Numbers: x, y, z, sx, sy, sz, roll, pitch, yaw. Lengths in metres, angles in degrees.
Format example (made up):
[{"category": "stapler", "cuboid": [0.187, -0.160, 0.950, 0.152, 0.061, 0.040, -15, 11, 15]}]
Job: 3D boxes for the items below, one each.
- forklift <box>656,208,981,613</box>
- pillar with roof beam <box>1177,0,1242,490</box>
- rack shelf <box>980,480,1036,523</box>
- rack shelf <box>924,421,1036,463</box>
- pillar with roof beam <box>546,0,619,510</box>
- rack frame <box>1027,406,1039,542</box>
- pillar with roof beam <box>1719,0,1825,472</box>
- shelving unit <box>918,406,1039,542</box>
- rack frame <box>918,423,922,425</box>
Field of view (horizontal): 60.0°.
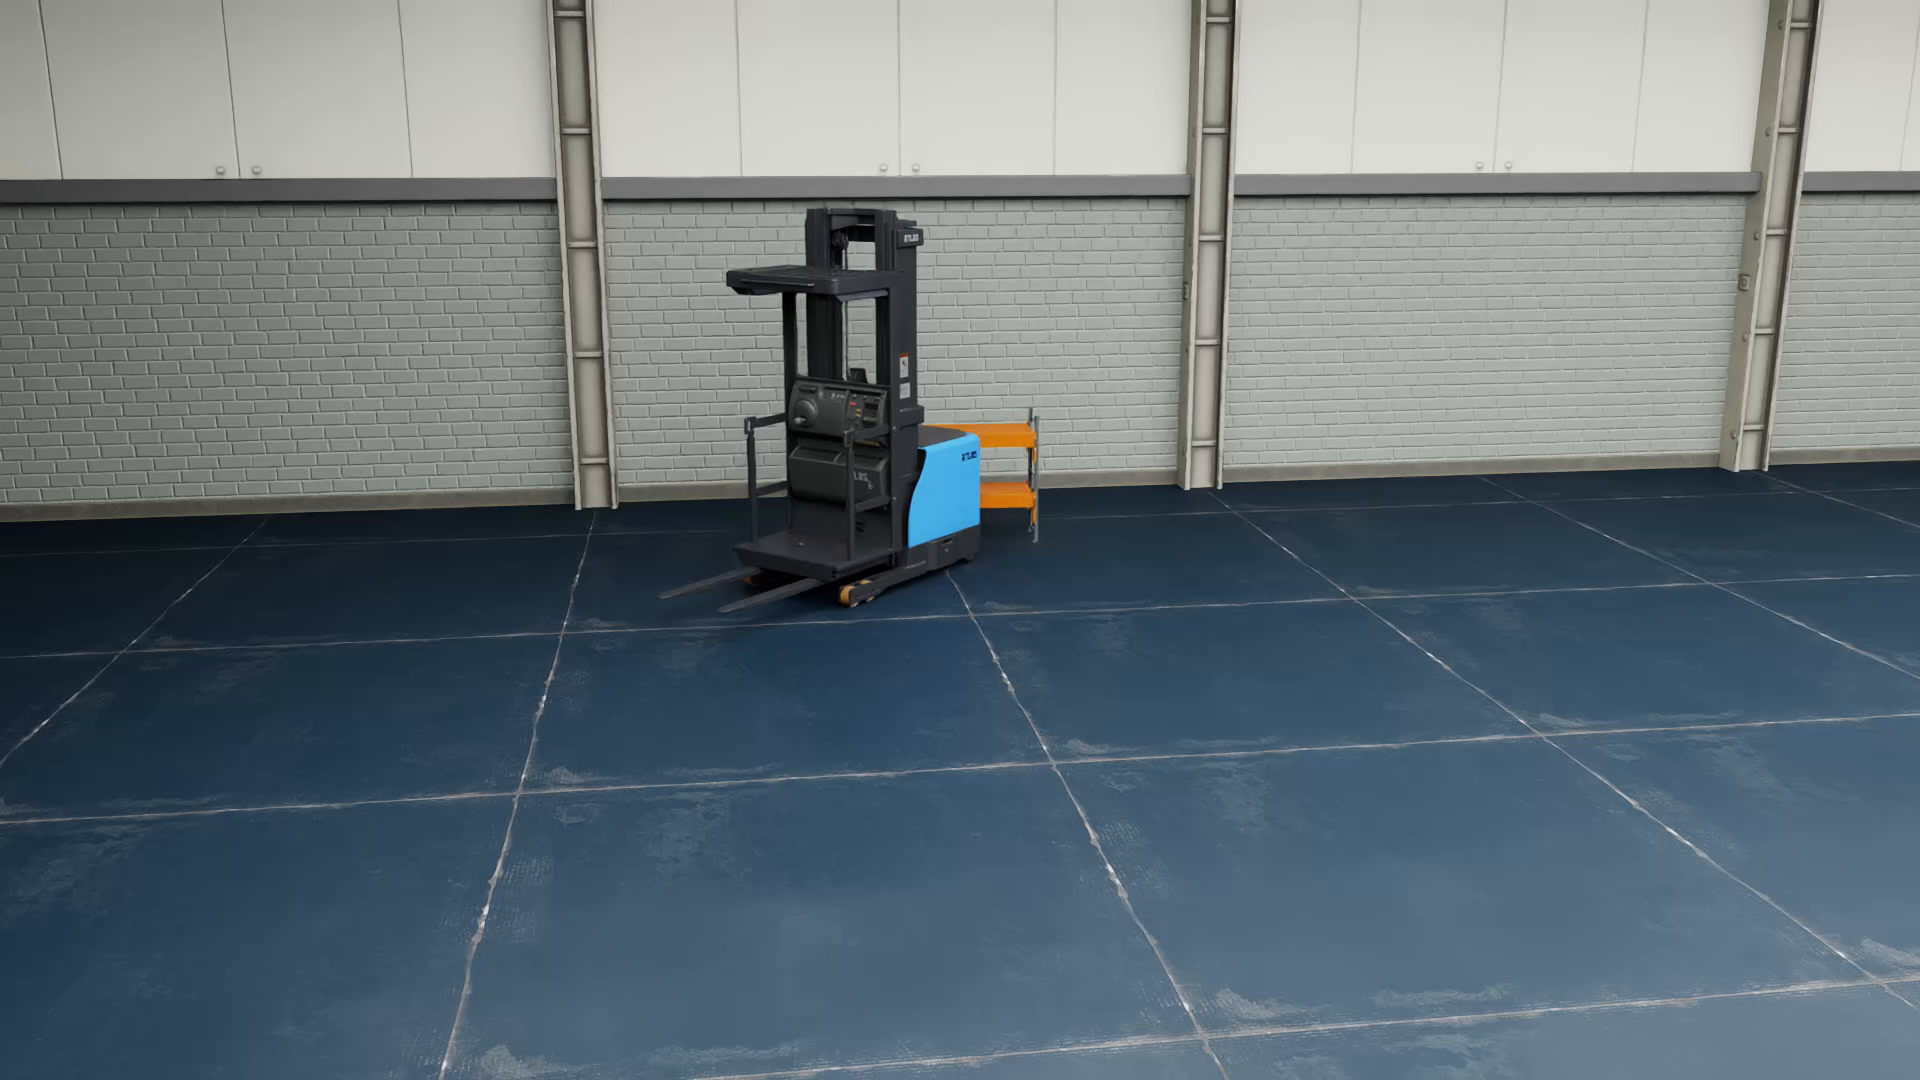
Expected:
[{"category": "forklift", "cuboid": [-1.079, -1.042, 12.852, 1.130, 2.935, 3.031, 10, 17, 34]}, {"category": "pillar with roof beam", "cuboid": [3.074, -3.878, 11.687, 0.400, 9.000, 9.100, -2, 14, -8]}, {"category": "rack shelf", "cuboid": [0.142, -0.339, 14.766, 1.000, 0.278, 0.538, -1, 14, -5]}, {"category": "rack shelf", "cuboid": [0.142, -0.860, 14.635, 1.000, 0.278, 0.538, -1, 14, -5]}, {"category": "pillar with roof beam", "cuboid": [-2.859, -3.661, 10.820, 0.400, 9.000, 9.100, -2, 14, -8]}, {"category": "rack frame", "cuboid": [0.648, -0.586, 14.747, 0.032, 1.125, 0.500, -1, 14, -5]}, {"category": "pillar with roof beam", "cuboid": [9.007, -4.096, 12.554, 0.400, 9.000, 9.100, -2, 14, -8]}, {"category": "shelving unit", "cuboid": [0.142, -0.576, 14.707, 1.048, 1.125, 0.538, -1, 14, -5]}, {"category": "rack frame", "cuboid": [-0.365, -0.566, 14.666, 0.032, 1.125, 0.500, -1, 14, -5]}]
